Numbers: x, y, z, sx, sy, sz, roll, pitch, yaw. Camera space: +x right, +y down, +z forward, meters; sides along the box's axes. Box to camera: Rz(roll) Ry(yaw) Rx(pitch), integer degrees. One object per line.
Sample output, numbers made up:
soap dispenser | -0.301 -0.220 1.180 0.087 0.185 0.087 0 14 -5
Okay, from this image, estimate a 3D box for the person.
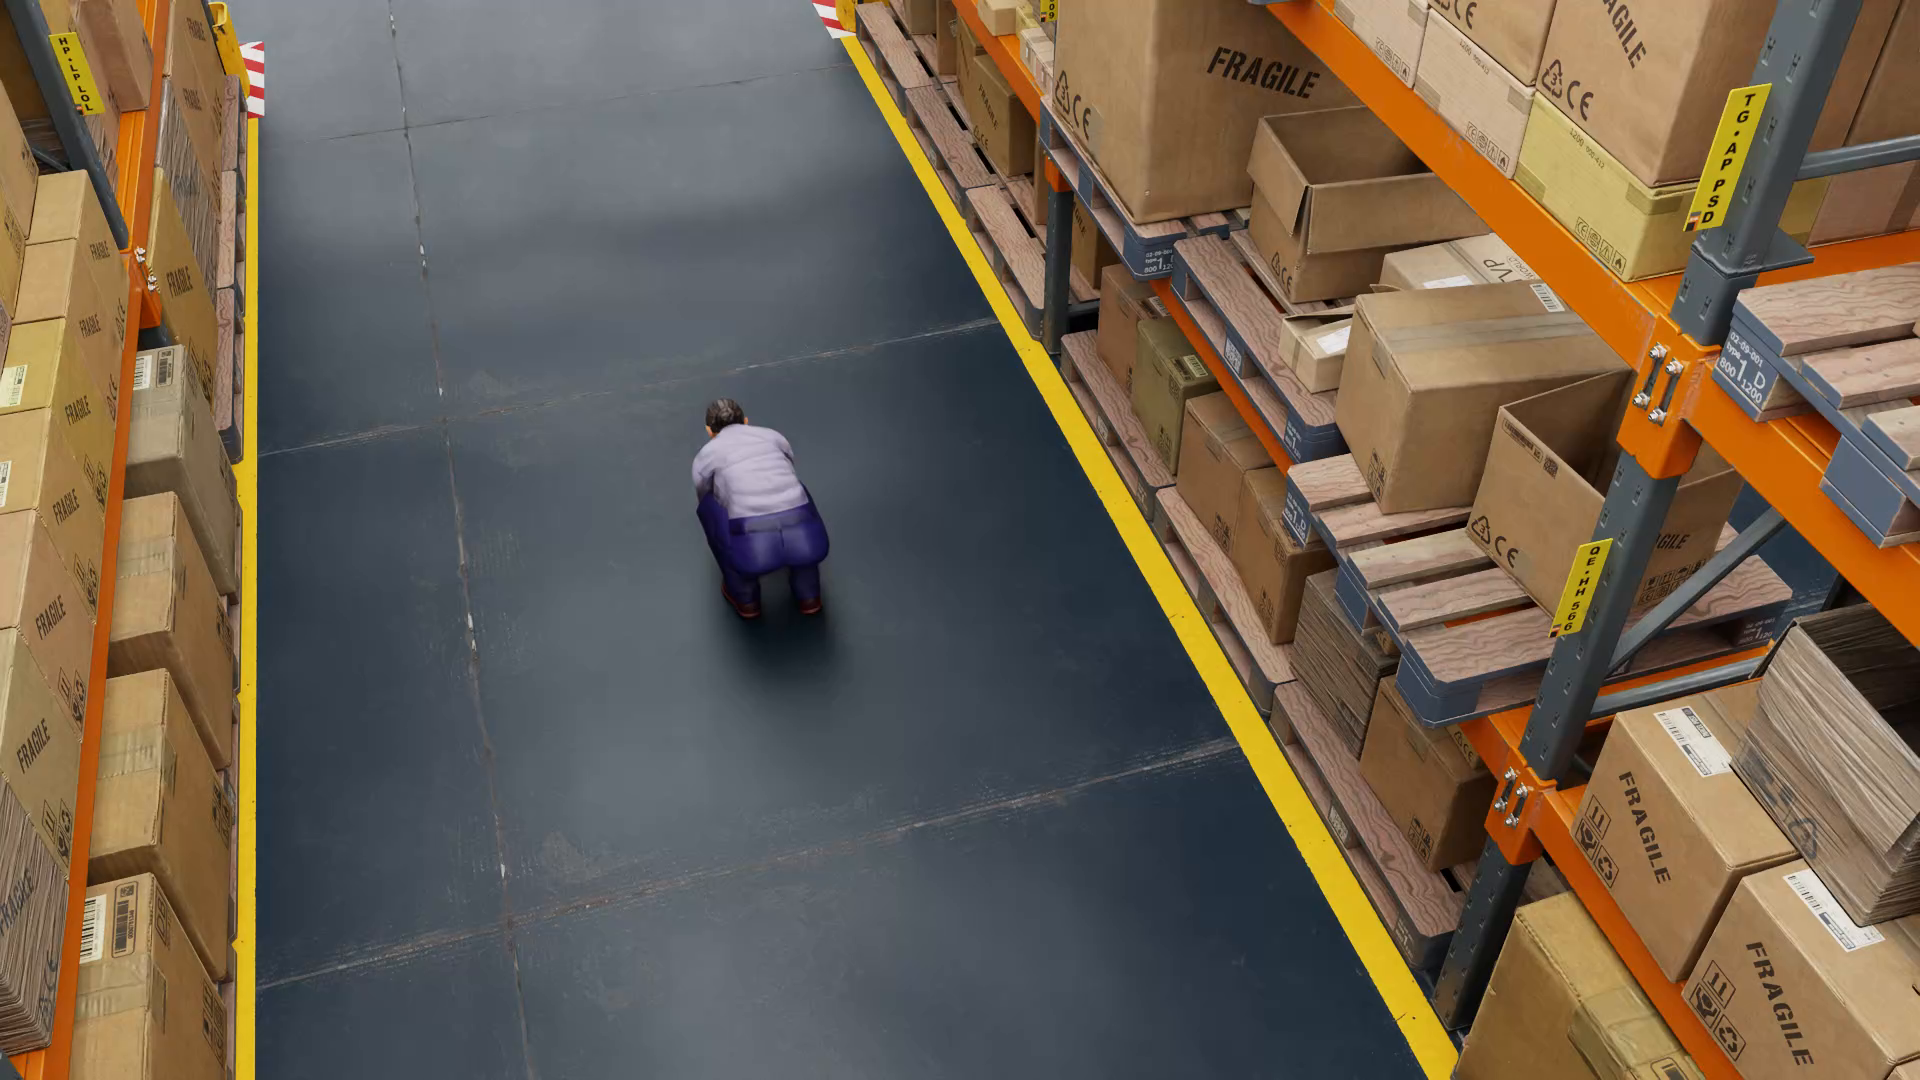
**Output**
person | -0.800 -0.337 6.548 0.535 1.633 0.422 -13 44 -14
